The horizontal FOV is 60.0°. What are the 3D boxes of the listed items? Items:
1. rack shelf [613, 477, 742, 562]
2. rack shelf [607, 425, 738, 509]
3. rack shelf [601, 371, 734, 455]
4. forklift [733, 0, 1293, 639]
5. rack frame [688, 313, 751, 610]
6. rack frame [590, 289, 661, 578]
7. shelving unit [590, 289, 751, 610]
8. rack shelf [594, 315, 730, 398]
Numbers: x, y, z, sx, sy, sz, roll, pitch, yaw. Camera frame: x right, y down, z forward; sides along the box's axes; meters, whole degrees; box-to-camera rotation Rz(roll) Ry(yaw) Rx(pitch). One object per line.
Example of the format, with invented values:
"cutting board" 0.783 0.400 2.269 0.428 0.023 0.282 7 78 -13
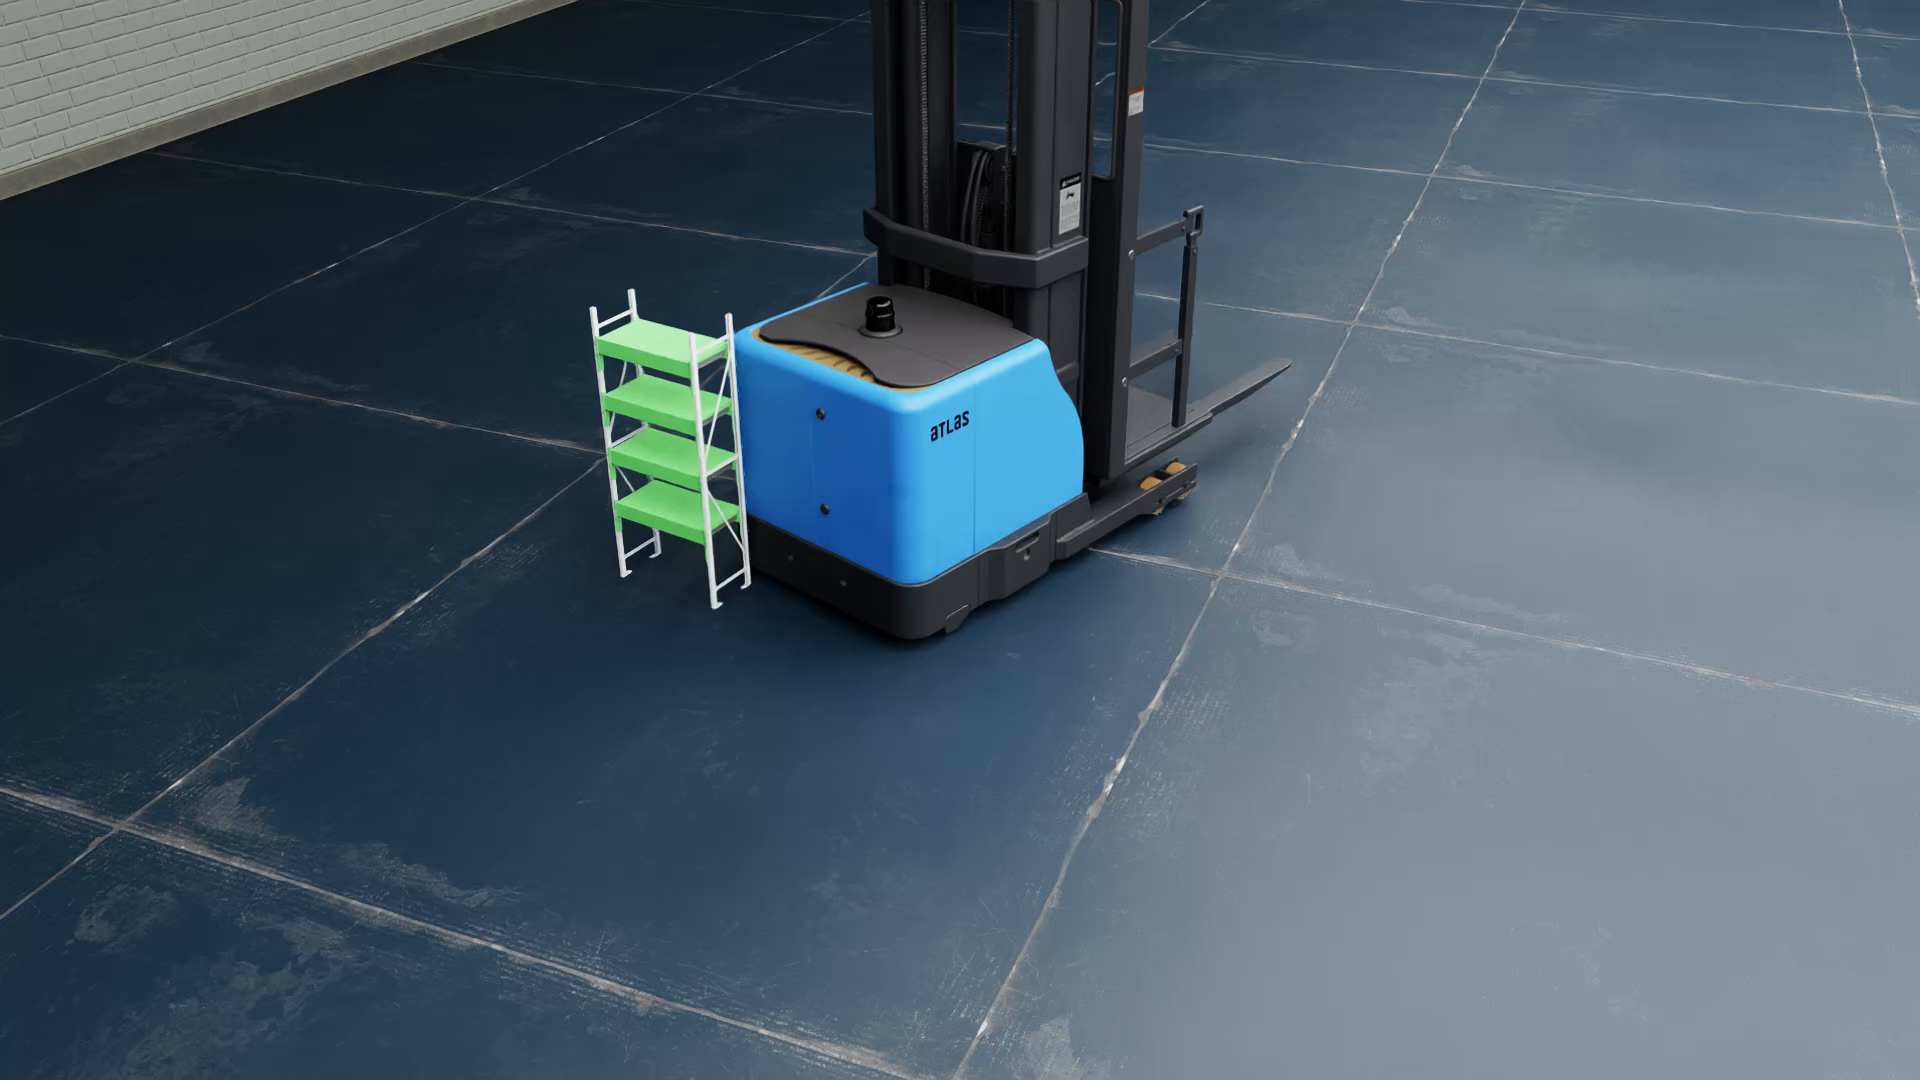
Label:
"rack shelf" -1.146 -0.089 6.805 0.480 0.148 0.258 17 34 27
"rack shelf" -1.146 -0.298 6.687 0.480 0.148 0.258 17 34 27
"rack shelf" -1.146 -0.506 6.569 0.480 0.148 0.258 17 34 27
"forklift" 0.430 -1.537 6.990 1.130 2.935 3.031 23 37 35
"rack frame" -0.939 -0.290 6.543 0.015 1.200 0.240 17 34 27
"rack frame" -1.354 -0.417 6.768 0.015 1.200 0.240 17 34 27
"shelving unit" -1.146 -0.353 6.655 0.503 1.200 0.258 17 34 27
"rack shelf" -1.146 -0.715 6.451 0.480 0.148 0.258 17 34 27
